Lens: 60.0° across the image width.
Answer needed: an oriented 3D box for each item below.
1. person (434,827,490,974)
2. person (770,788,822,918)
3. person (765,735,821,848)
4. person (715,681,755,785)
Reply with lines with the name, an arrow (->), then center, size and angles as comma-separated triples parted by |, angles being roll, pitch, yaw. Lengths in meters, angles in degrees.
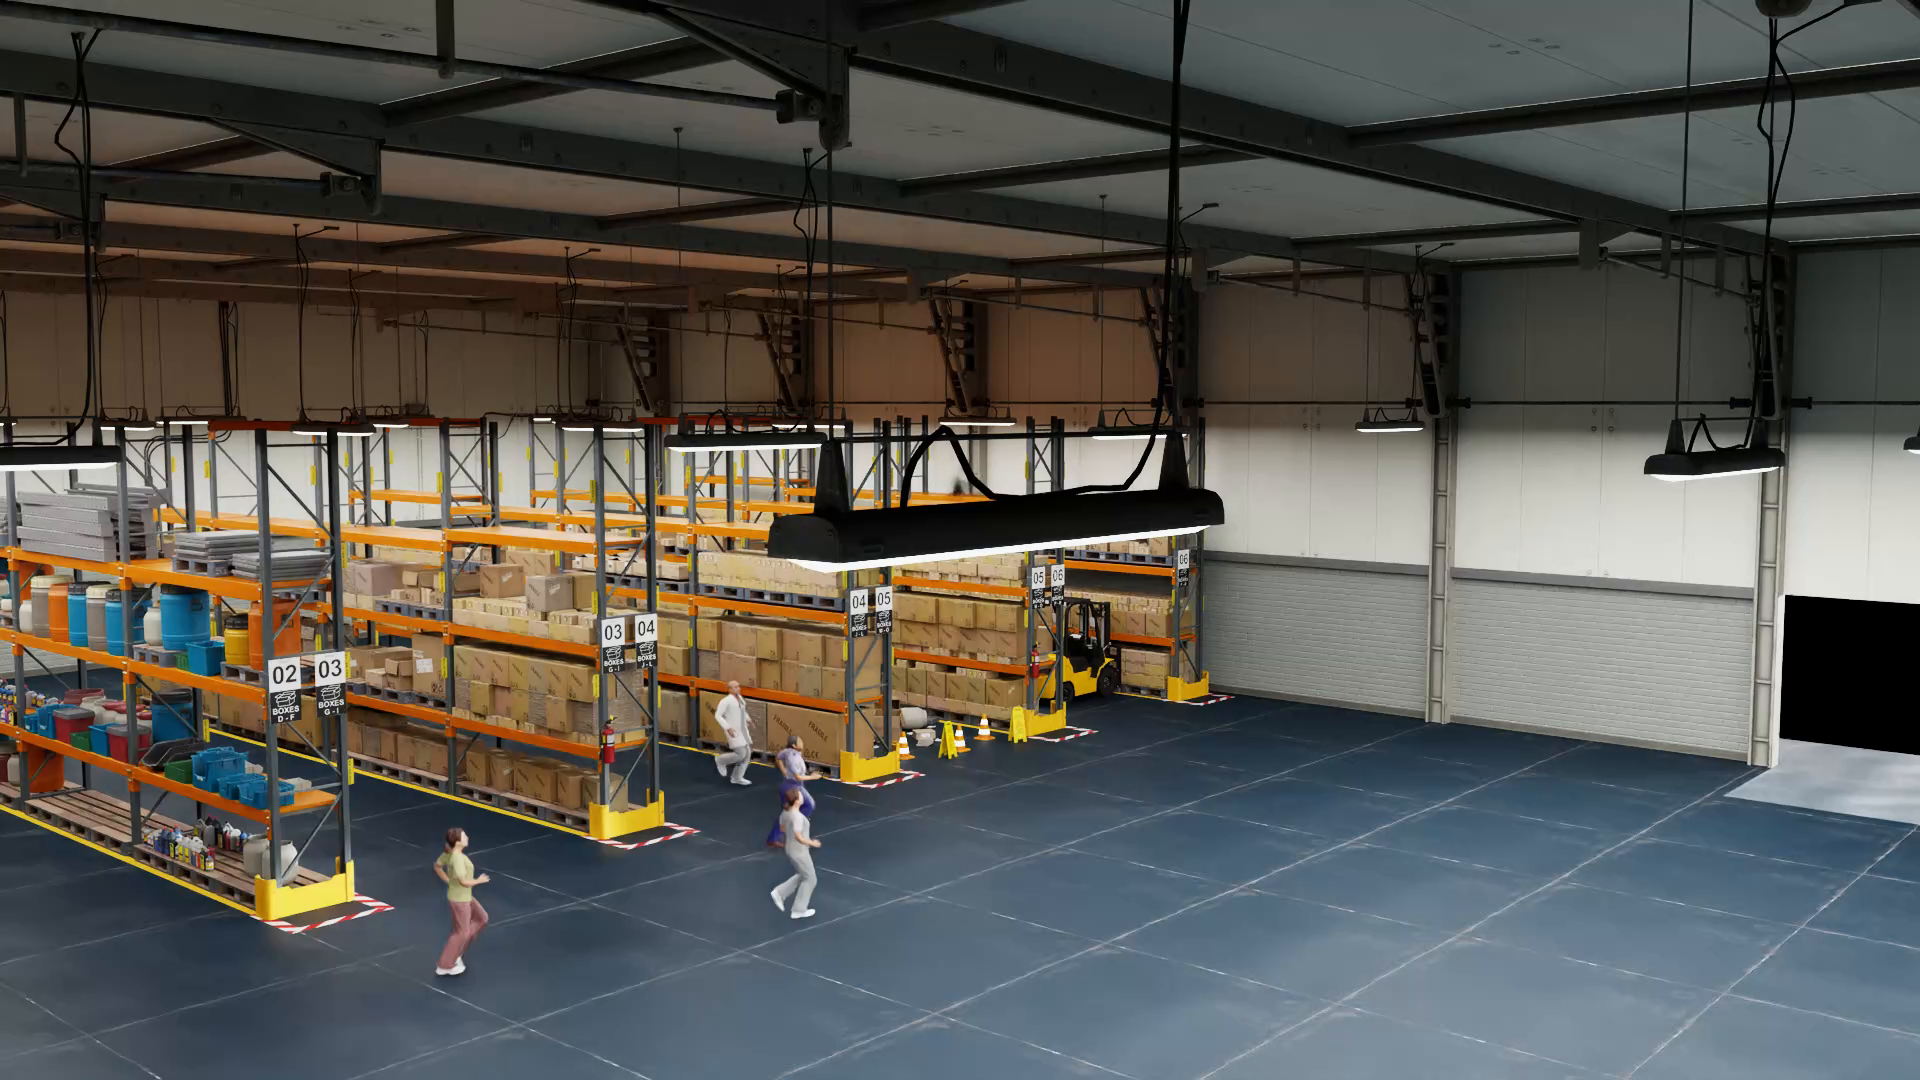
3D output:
person -> -5.503, 3.970, 18.387 | 0.606, 1.634, 0.558 | -2, 5, -23
person -> -2.015, 3.952, 20.359 | 0.591, 1.367, 0.561 | -2, 5, -27
person -> -2.375, 3.547, 23.637 | 0.800, 1.599, 0.621 | -1, 5, -6
person -> -3.742, 3.185, 27.578 | 0.631, 1.726, 0.725 | 3, 5, 28
